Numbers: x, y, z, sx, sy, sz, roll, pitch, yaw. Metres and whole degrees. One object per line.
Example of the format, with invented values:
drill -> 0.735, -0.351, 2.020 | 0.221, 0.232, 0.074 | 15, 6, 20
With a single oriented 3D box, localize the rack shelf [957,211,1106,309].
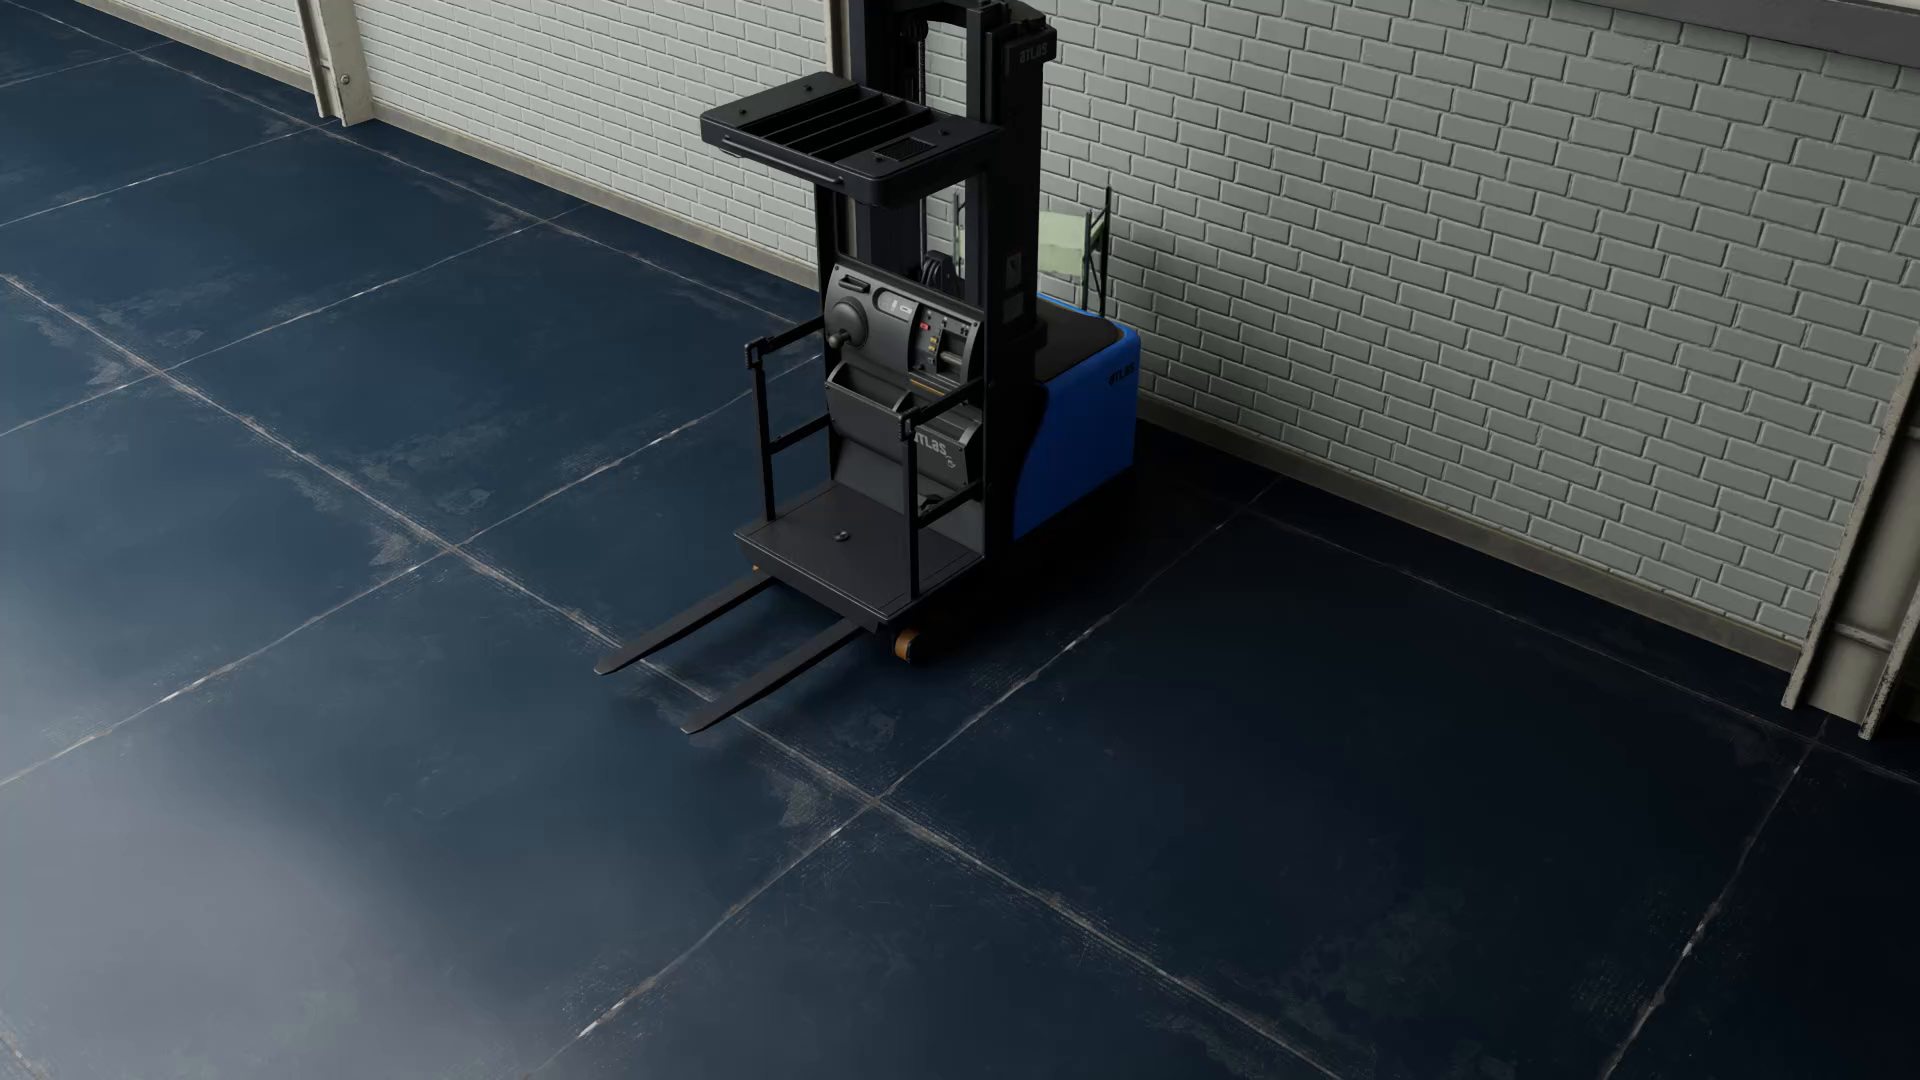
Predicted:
rack shelf -> 0.394, -1.577, 9.114 | 0.720, 0.370, 0.431 | 12, 36, 17

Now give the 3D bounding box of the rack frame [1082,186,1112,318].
rack frame -> 0.736, -1.181, 9.226 | 0.023, 1.500, 0.400 | 12, 36, 17

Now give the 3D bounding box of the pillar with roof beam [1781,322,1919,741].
pillar with roof beam -> 1.305, -1.066, 2.436 | 0.400, 9.000, 9.100 | 25, 42, 32

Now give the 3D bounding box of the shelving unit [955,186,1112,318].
shelving unit -> 0.394, -1.255, 9.334 | 0.755, 1.500, 0.431 | 12, 36, 17

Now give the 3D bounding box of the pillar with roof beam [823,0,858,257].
pillar with roof beam -> -3.306, -3.240, 5.600 | 0.400, 9.000, 9.100 | 25, 42, 32

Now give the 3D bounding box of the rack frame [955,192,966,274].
rack frame -> 0.052, -1.329, 9.442 | 0.023, 1.500, 0.400 | 12, 36, 17

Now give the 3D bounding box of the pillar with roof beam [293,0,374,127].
pillar with roof beam -> -7.918, -5.413, 8.765 | 0.400, 9.000, 9.100 | 25, 42, 32

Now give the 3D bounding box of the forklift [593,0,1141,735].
forklift -> -0.415, -0.946, 7.620 | 1.130, 2.935, 3.031 | 27, 43, 33
